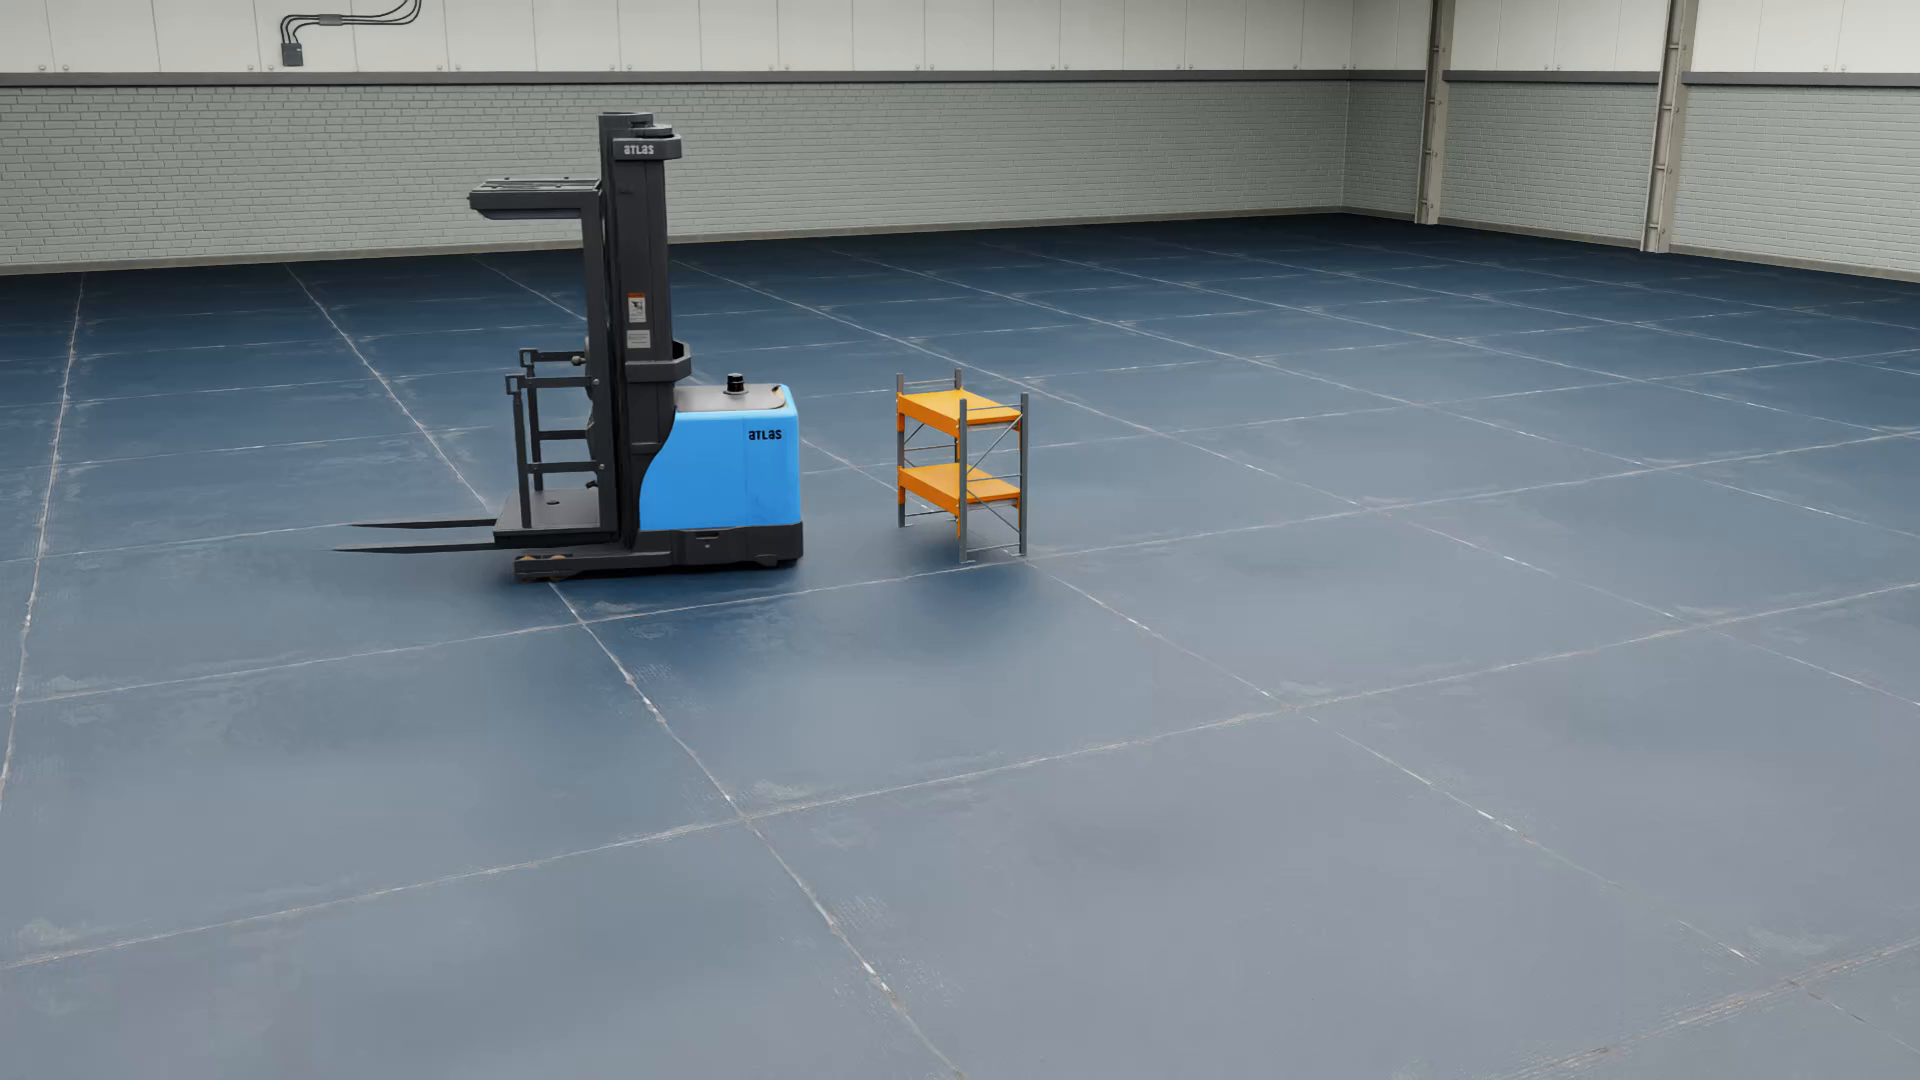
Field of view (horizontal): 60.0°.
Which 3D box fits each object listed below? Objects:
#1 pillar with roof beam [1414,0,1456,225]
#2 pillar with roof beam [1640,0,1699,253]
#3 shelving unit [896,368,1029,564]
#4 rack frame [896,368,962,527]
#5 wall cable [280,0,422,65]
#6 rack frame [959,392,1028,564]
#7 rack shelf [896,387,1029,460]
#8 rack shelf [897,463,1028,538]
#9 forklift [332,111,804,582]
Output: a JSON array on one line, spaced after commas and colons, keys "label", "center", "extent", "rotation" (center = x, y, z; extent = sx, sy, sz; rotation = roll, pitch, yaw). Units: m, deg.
[{"label": "pillar with roof beam", "center": [5.917, -10.449, 31.847], "extent": [9.100, 9.000, 0.400], "rotation": [-8, 18, -25]}, {"label": "pillar with roof beam", "center": [8.546, -8.961, 26.662], "extent": [9.100, 9.000, 0.400], "rotation": [-8, 18, -25]}, {"label": "shelving unit", "center": [0.003, -0.539, 11.590], "extent": [0.538, 1.125, 1.048], "rotation": [-8, 18, -25]}, {"label": "rack frame", "center": [-0.220, -0.665, 12.029], "extent": [0.500, 1.125, 0.032], "rotation": [-8, 18, -25]}, {"label": "wall cable", "center": [-10.090, -10.830, 27.012], "extent": [2.305, 6.003, 0.169], "rotation": [-8, 18, -25]}, {"label": "rack frame", "center": [0.226, -0.413, 11.150], "extent": [0.500, 1.125, 0.032], "rotation": [-8, 18, -25]}, {"label": "rack shelf", "center": [0.003, -0.820, 11.509], "extent": [0.538, 0.278, 1.000], "rotation": [-8, 18, -25]}, {"label": "rack shelf", "center": [0.003, -0.304, 11.657], "extent": [0.538, 0.278, 1.000], "rotation": [-8, 18, -25]}, {"label": "forklift", "center": [-2.612, -1.290, 10.934], "extent": [3.031, 2.935, 1.130], "rotation": [-3, 16, -9]}]
